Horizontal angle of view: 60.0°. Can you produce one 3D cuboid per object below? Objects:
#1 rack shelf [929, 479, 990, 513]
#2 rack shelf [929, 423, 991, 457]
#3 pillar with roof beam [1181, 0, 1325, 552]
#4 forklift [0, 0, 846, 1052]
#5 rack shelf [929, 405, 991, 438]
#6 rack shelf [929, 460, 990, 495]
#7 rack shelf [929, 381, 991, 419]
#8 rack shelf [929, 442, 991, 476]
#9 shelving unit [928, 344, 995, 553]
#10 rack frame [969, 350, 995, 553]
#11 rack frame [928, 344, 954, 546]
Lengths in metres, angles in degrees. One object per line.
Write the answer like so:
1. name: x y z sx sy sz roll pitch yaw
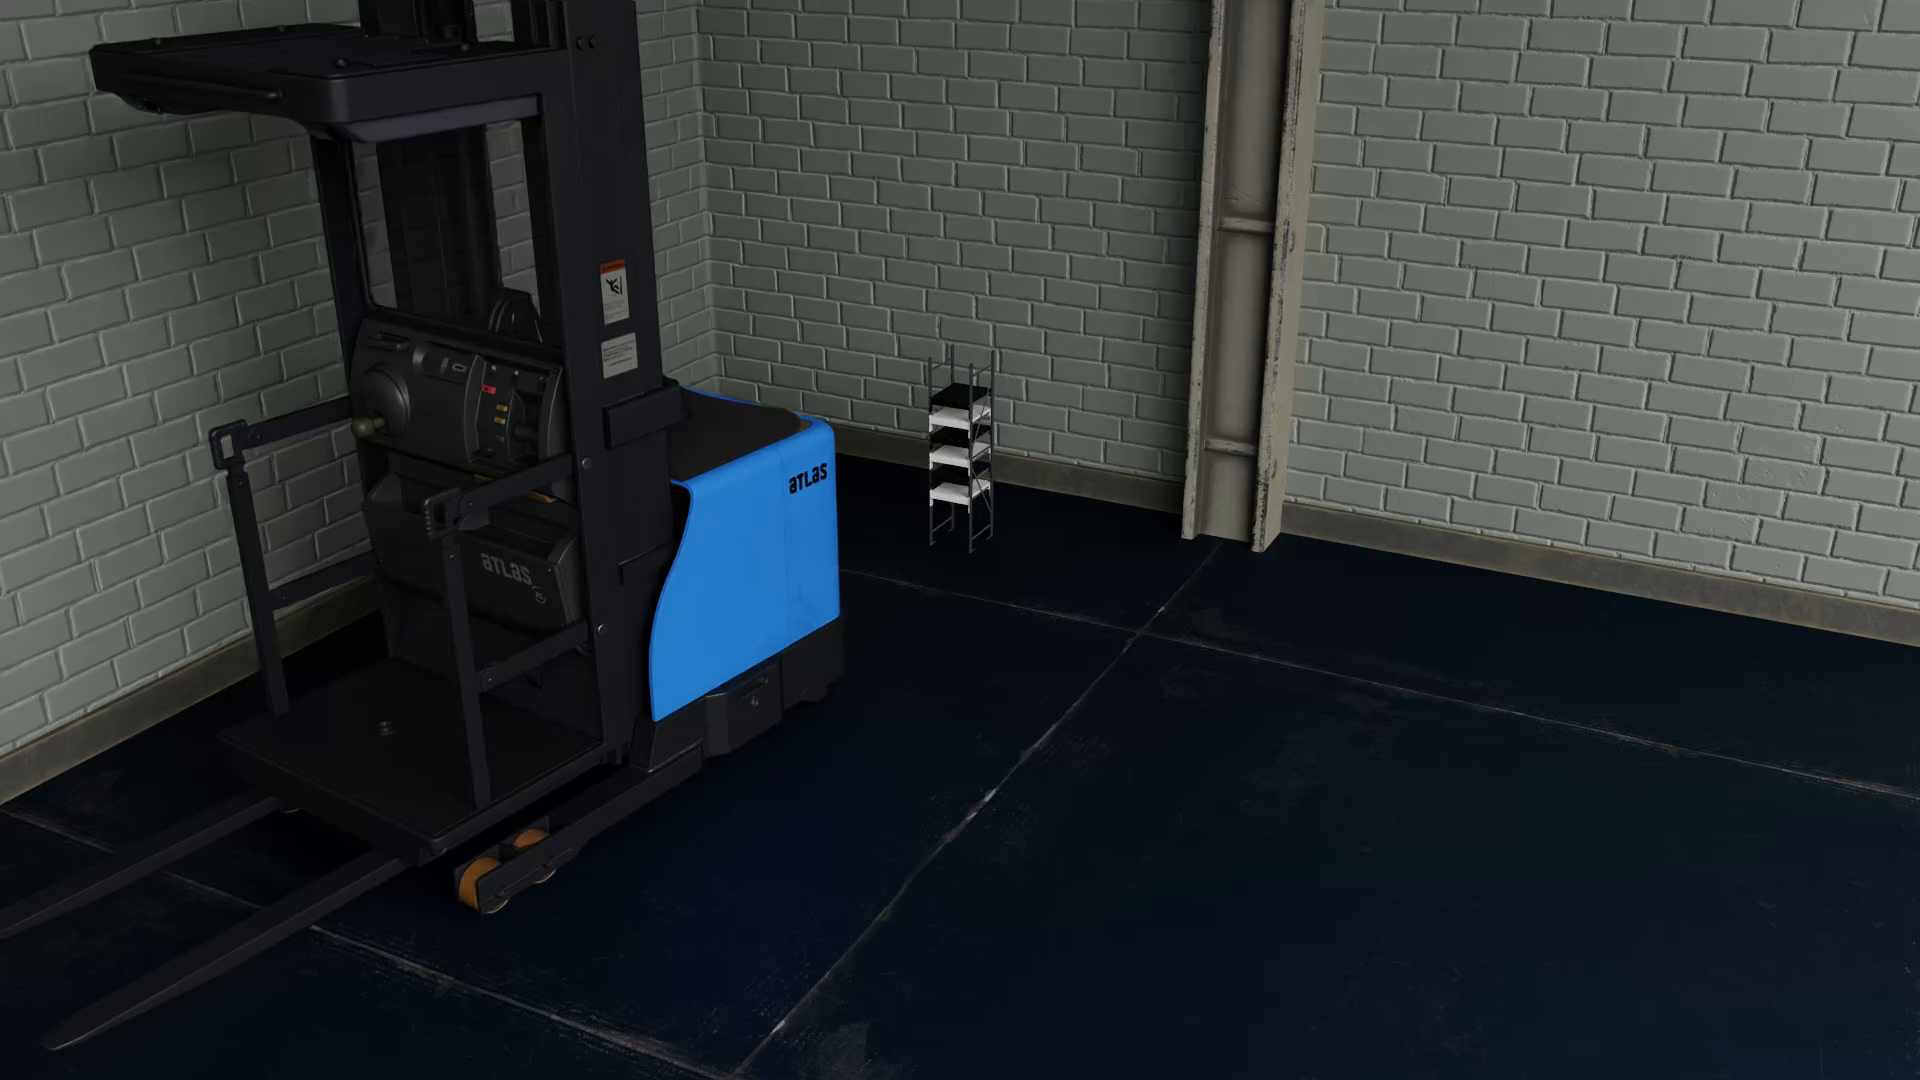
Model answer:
1. rack shelf: 0.007 -0.216 7.654 0.200 0.077 0.258 11 25 25
2. rack shelf: 0.007 -0.465 7.548 0.200 0.077 0.258 11 25 25
3. pillar with roof beam: -0.666 -2.668 2.526 0.400 9.000 9.100 11 25 25
4. forklift: -1.690 -0.424 5.002 1.130 2.935 3.031 15 27 32
5. rack shelf: 0.007 -0.548 7.513 0.200 0.077 0.258 11 25 25
6. rack shelf: 0.007 -0.299 7.619 0.200 0.077 0.258 11 25 25
7. rack shelf: 0.007 -0.630 7.478 0.200 0.077 0.258 11 25 25
8. rack shelf: 0.007 -0.382 7.584 0.200 0.077 0.258 11 25 25
9. shelving unit: 0.007 -0.413 7.571 0.210 0.900 0.258 11 25 25
10. rack frame: 0.098 -0.395 7.528 0.006 0.900 0.240 11 25 25
11. rack frame: -0.083 -0.431 7.613 0.006 0.900 0.240 11 25 25
